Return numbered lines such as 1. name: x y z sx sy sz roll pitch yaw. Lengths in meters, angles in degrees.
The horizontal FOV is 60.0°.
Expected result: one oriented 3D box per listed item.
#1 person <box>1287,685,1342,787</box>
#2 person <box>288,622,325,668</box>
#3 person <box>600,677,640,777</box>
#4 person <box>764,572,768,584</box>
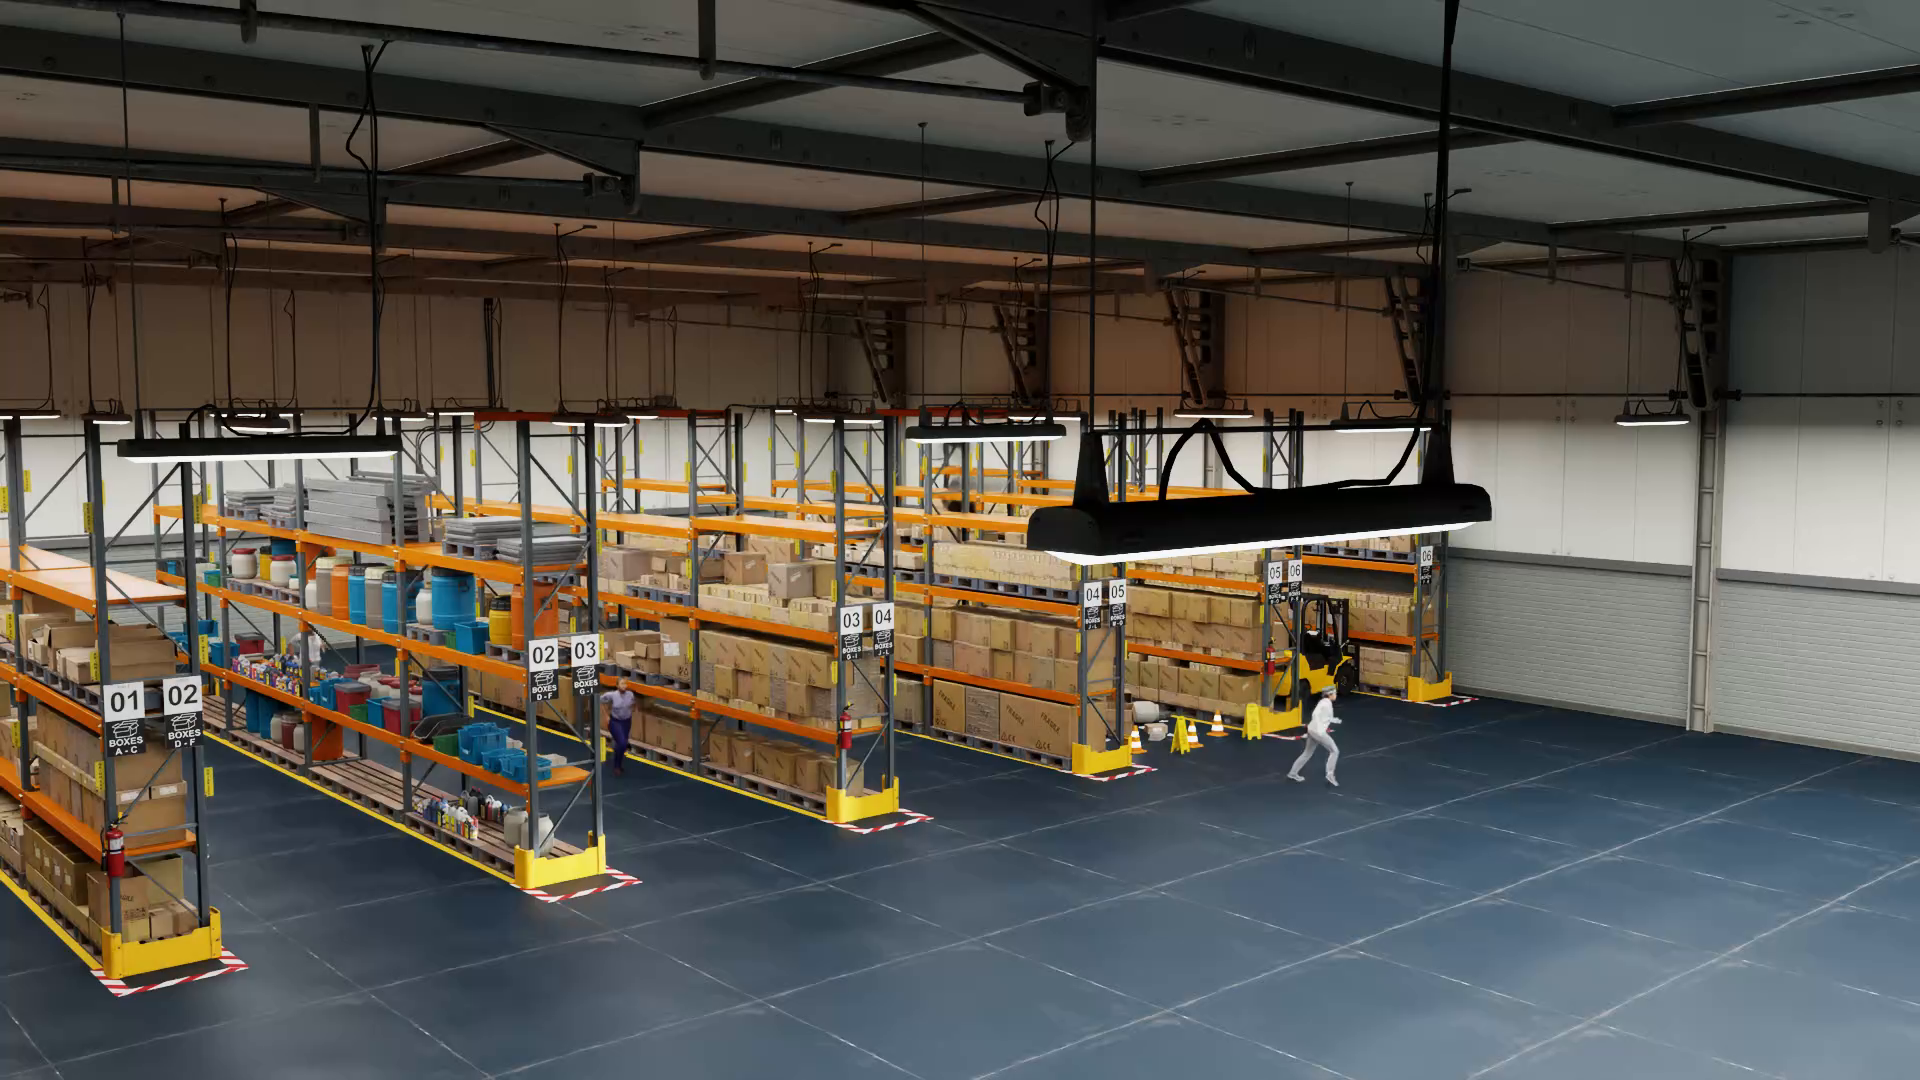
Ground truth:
1. person: 5.764 3.165 26.905 0.864 1.670 0.631 0 5 2
2. person: -13.166 2.481 33.757 0.677 1.765 0.662 3 6 32
3. person: -5.646 3.108 27.665 0.602 1.685 0.766 -5 7 -43
4. person: -5.070 1.610 44.381 0.598 1.678 0.664 -5 7 -44
